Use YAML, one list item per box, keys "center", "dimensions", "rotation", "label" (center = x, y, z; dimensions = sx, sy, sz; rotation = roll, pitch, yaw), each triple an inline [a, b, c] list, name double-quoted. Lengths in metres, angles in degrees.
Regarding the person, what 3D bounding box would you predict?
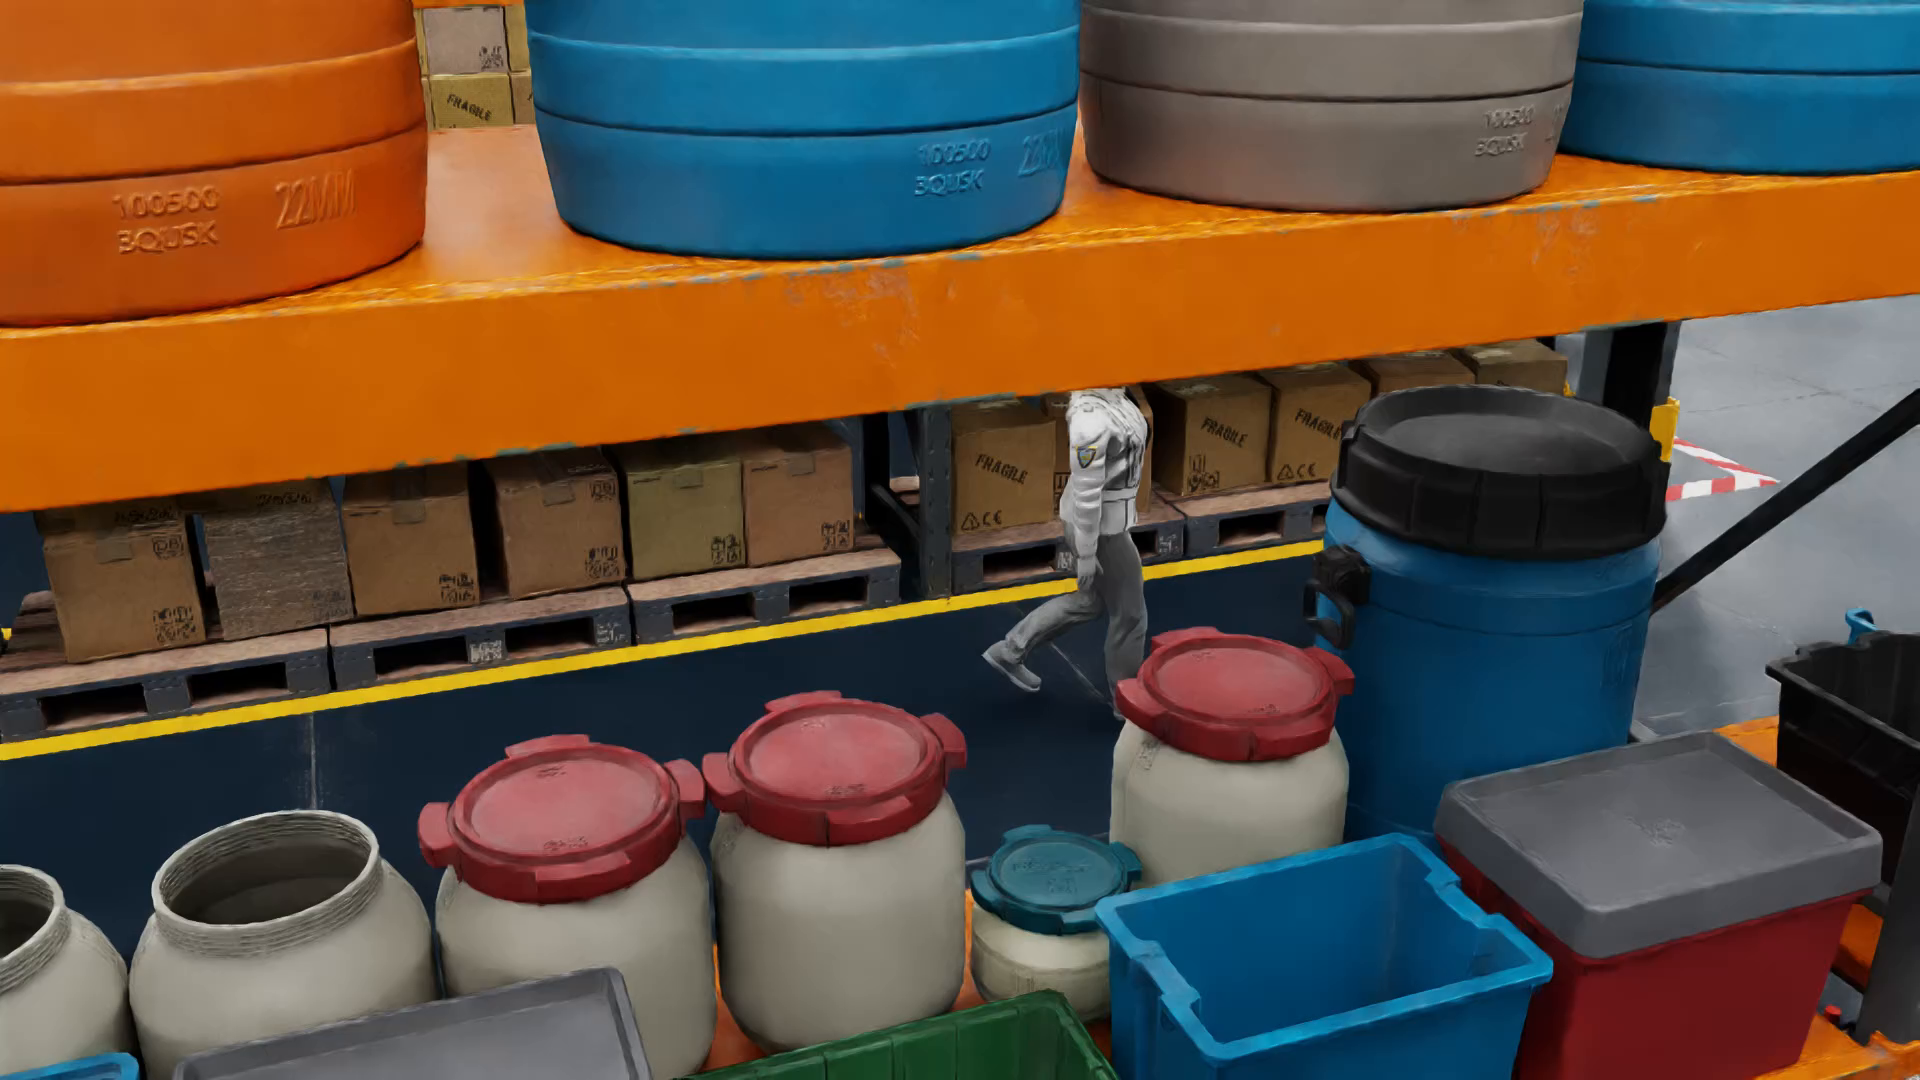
- center: [0.492, -0.063, 6.223]
  dimensions: [0.792, 1.636, 0.515]
  rotation: [1, 23, 3]
  label: "person"
